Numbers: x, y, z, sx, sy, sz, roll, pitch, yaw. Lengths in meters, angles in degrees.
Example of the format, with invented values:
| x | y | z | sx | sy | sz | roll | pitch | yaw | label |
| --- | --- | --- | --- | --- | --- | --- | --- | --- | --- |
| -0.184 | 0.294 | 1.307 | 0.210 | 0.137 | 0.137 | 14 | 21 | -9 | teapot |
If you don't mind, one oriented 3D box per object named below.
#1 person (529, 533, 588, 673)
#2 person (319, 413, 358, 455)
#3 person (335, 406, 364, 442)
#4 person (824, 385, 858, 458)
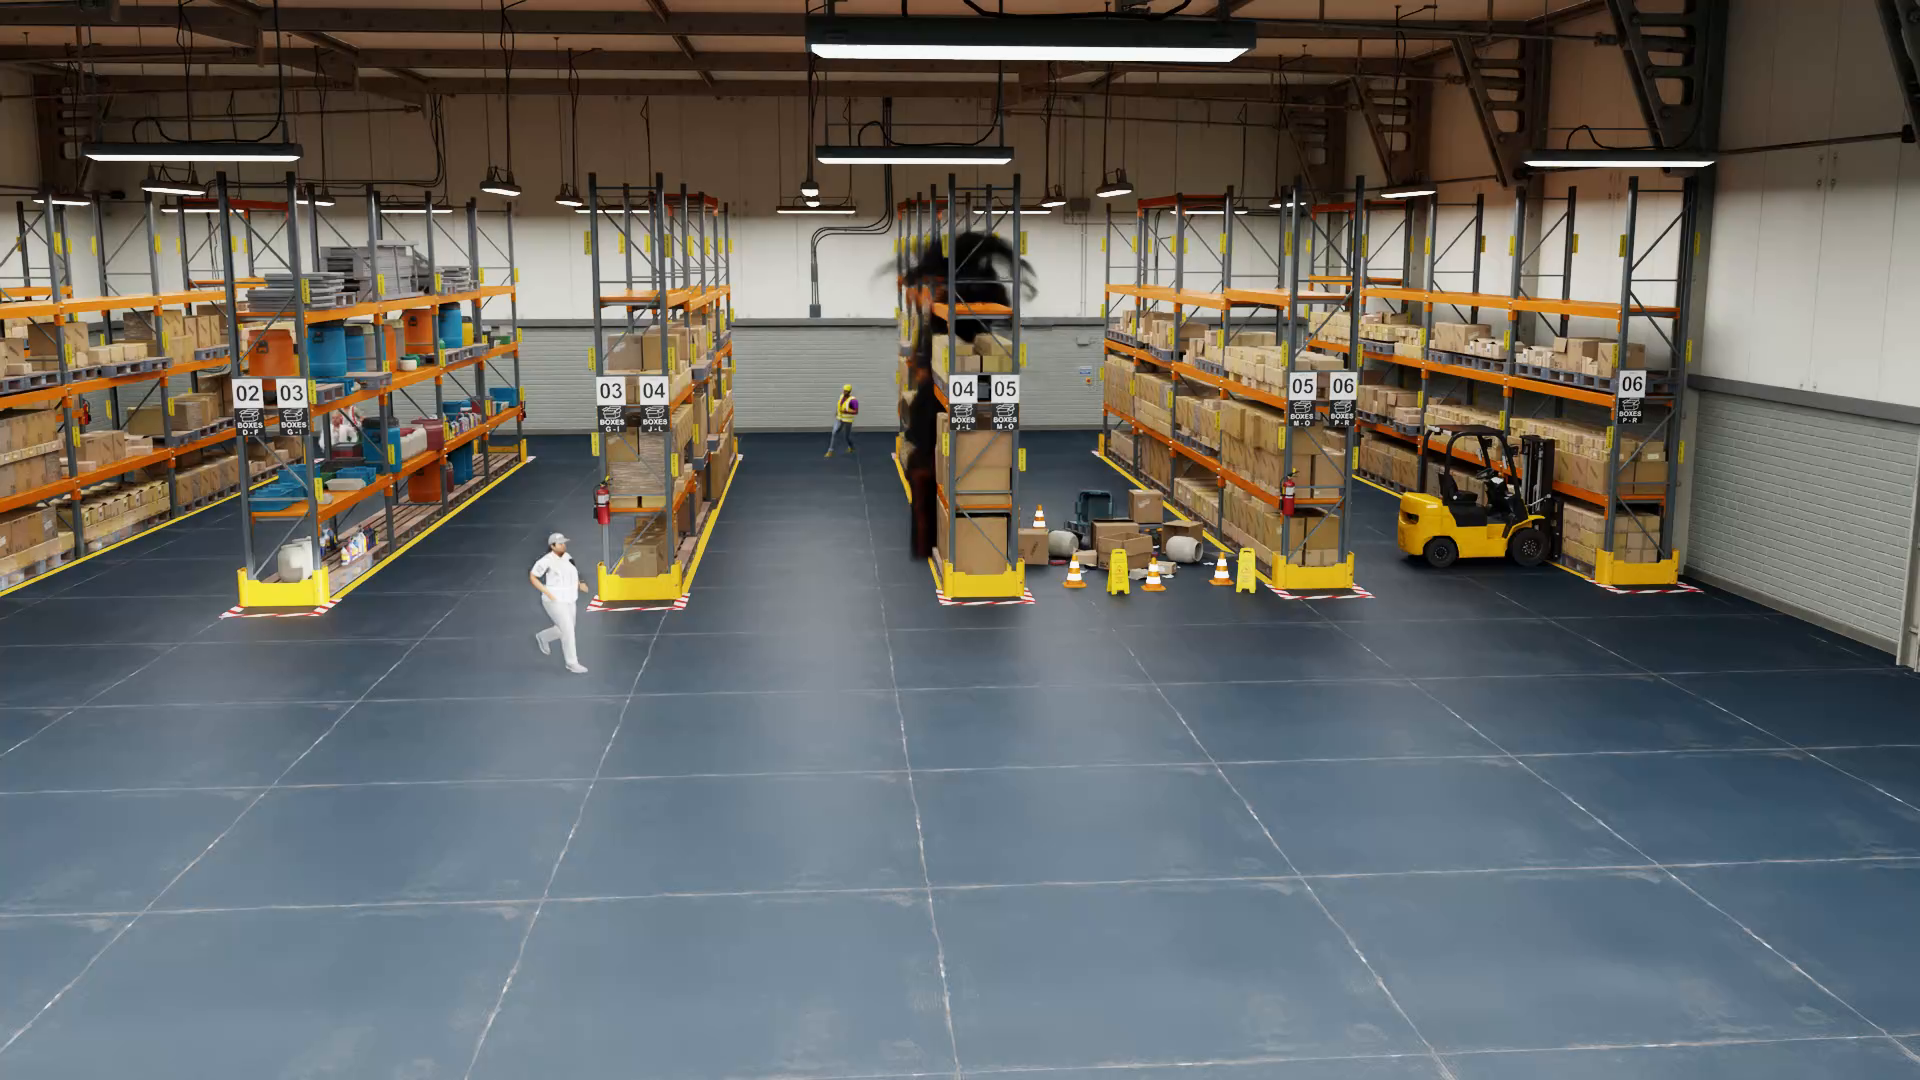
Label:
| x | y | z | sx | sy | sz | roll | pitch | yaw | label |
| --- | --- | --- | --- | --- | --- | --- | --- | --- | --- |
| -4.814 | 0.738 | 19.880 | 0.830 | 1.665 | 0.607 | 5 | 11 | 26 | person |
| -12.367 | -1.664 | 33.115 | 0.720 | 1.753 | 0.878 | -2 | 10 | -12 | person |
| -13.687 | -2.389 | 37.257 | 0.674 | 1.732 | 0.619 | -3 | 10 | -15 | person |
| -2.724 | -2.858 | 39.856 | 0.746 | 1.742 | 0.941 | 7 | 12 | 33 | person |
